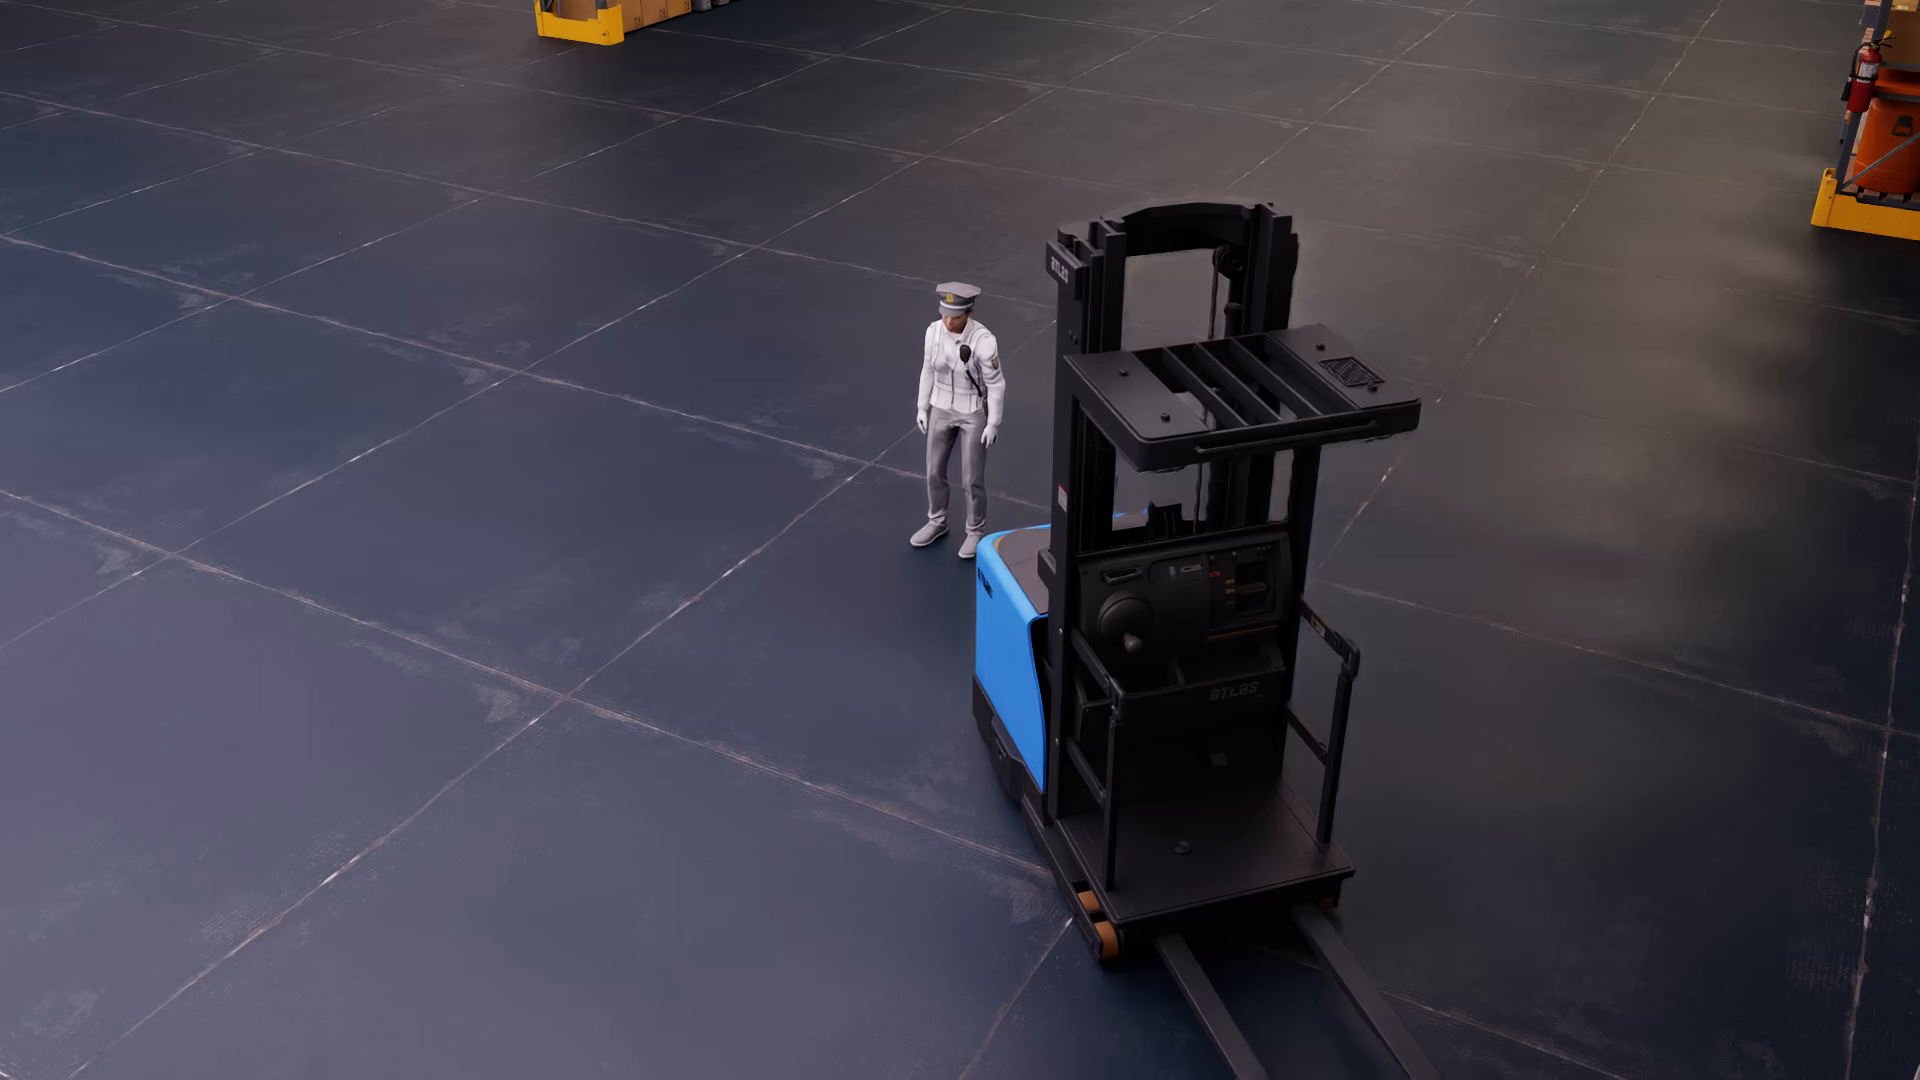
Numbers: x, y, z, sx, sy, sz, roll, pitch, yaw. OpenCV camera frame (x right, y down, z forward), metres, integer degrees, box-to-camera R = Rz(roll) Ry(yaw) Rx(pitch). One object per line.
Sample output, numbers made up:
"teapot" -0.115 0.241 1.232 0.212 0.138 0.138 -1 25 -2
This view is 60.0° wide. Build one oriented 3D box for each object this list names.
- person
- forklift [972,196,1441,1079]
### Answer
"person" -0.005 -0.704 9.561 0.529 1.663 0.372 14 33 23
"forklift" 0.992 0.264 6.613 1.130 2.935 3.031 -9 31 -15
